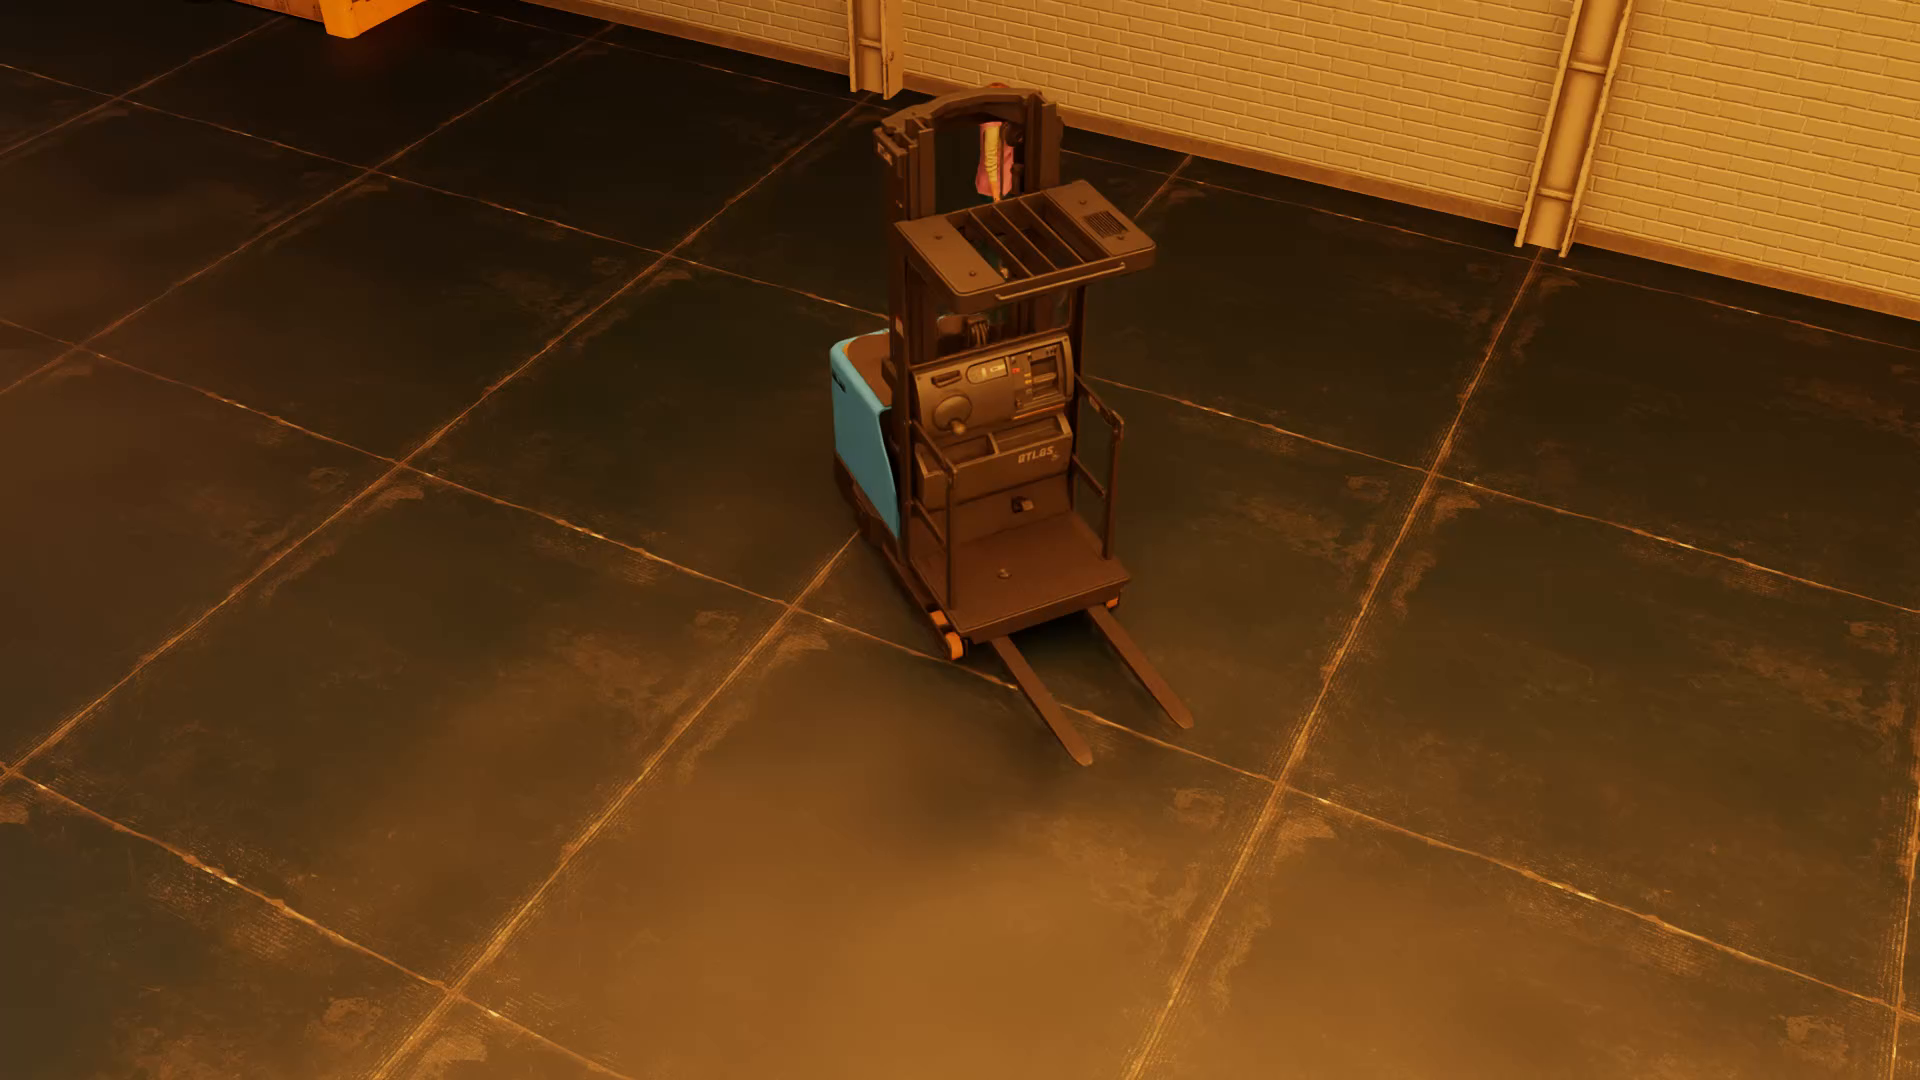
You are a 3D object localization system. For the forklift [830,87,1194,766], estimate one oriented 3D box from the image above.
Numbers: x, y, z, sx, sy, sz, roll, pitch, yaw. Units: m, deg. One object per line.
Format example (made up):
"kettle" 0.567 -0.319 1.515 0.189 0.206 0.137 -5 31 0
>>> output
"forklift" 0.285 -0.762 8.892 1.130 2.935 3.031 -17 43 -19

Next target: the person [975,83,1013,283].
"person" 0.283 -2.549 12.048 0.345 1.601 0.485 -3 40 -3
